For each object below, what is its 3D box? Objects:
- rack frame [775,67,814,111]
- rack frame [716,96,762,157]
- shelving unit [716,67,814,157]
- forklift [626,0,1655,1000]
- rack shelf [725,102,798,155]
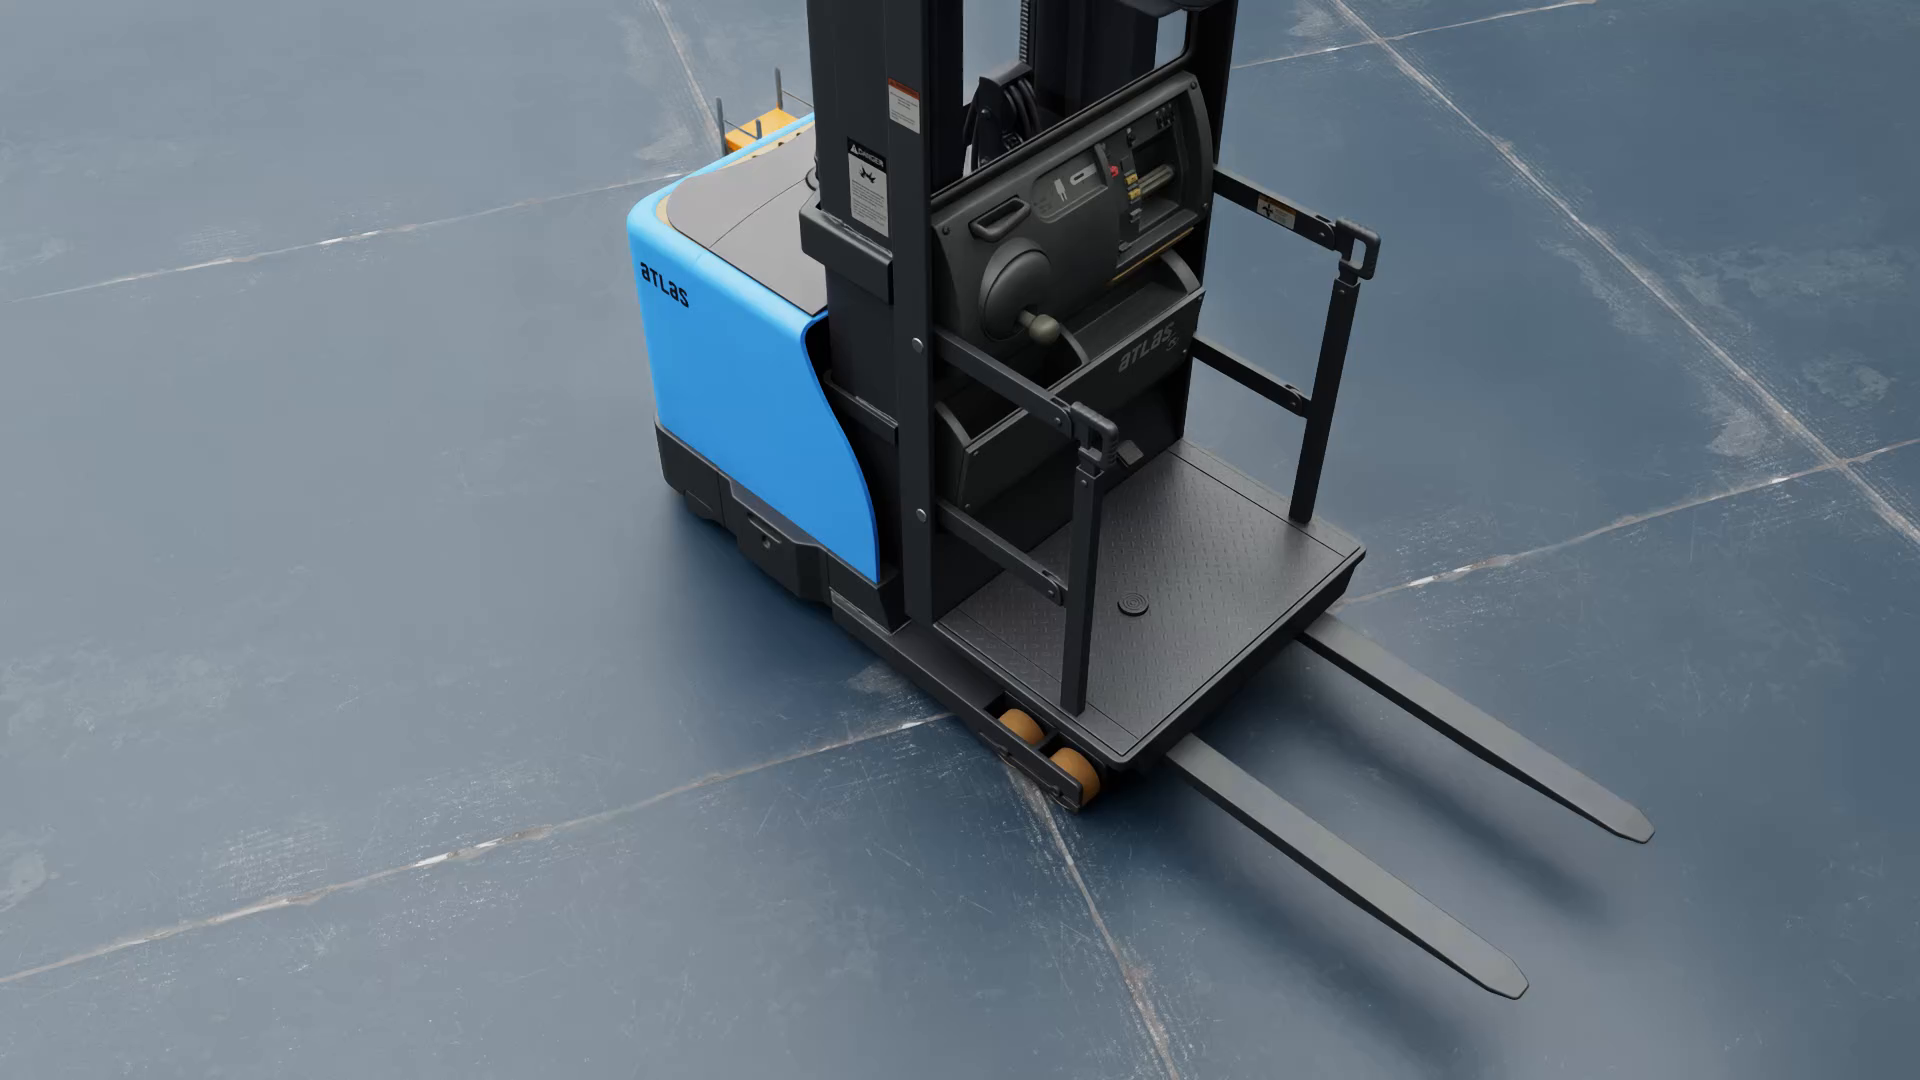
[{"bbox_3d":[-0.511,-1.074,5.579,0.200,1.050,0.008,34,54,29],"label":"rack frame"},{"bbox_3d":[-0.678,-0.948,5.454,0.200,1.050,0.008,34,54,29],"label":"rack frame"},{"bbox_3d":[-0.595,-1.011,5.516,0.215,1.050,0.252,34,54,29],"label":"shelving unit"},{"bbox_3d":[0.446,-0.725,3.903,3.031,2.935,1.130,35,55,30],"label":"forklift"},{"bbox_3d":[-0.595,-1.204,5.323,0.215,0.259,0.240,34,54,29],"label":"rack shelf"}]
